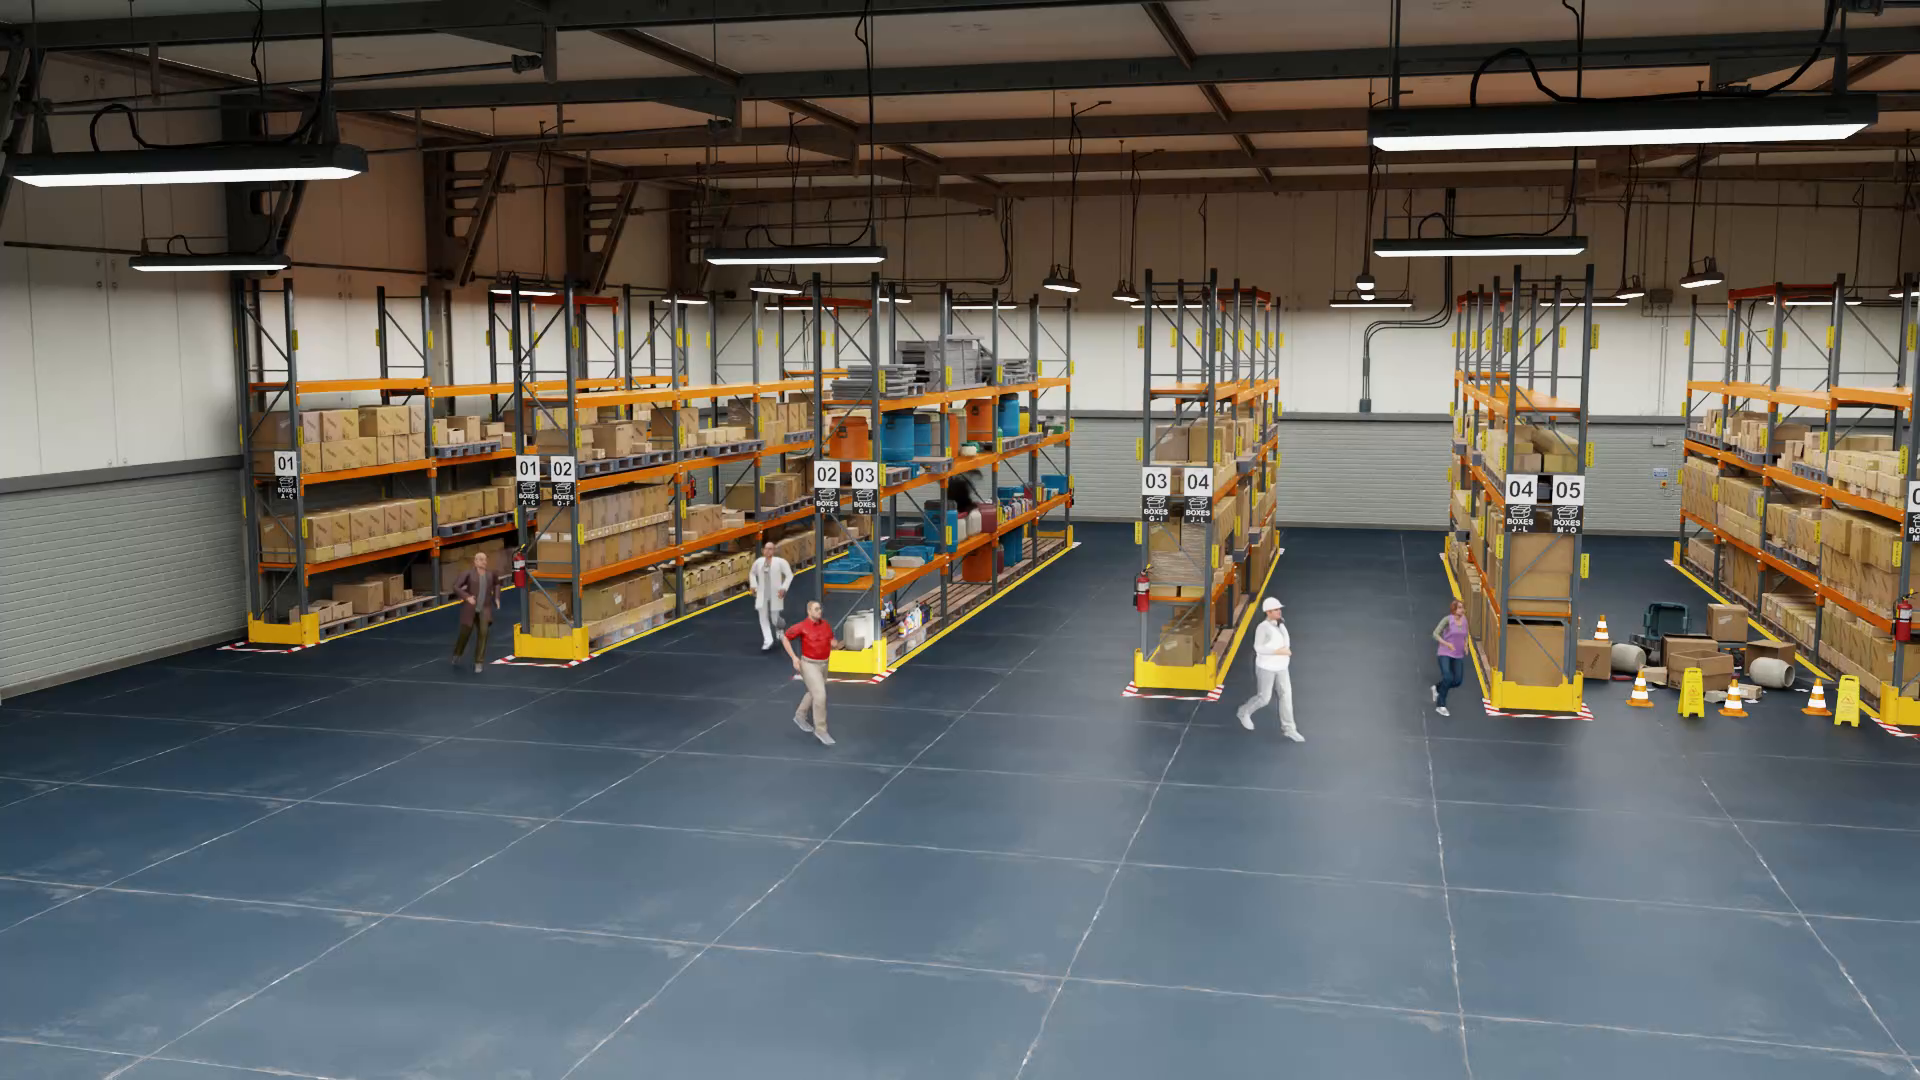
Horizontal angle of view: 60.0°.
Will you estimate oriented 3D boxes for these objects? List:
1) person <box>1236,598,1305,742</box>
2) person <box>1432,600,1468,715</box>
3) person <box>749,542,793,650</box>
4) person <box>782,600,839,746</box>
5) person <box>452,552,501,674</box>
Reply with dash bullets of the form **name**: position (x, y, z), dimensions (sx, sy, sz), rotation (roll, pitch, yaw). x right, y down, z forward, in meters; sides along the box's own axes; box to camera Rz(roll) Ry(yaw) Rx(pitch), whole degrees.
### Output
- **person**: position (3.906, 1.603, 20.895), dimensions (0.664, 1.776, 0.970), rotation (-6, 9, -41)
- **person**: position (6.626, 1.570, 22.433), dimensions (0.567, 1.553, 0.592), rotation (-2, 7, -15)
- **person**: position (-3.084, 0.936, 27.098), dimensions (0.751, 1.647, 0.774), rotation (1, 7, 8)
- **person**: position (-1.839, 1.646, 20.899), dimensions (0.837, 1.788, 0.640), rotation (5, 8, 36)
- **person**: position (-7.355, 1.086, 25.423), dimensions (0.763, 1.792, 0.960), rotation (-4, 8, -29)
